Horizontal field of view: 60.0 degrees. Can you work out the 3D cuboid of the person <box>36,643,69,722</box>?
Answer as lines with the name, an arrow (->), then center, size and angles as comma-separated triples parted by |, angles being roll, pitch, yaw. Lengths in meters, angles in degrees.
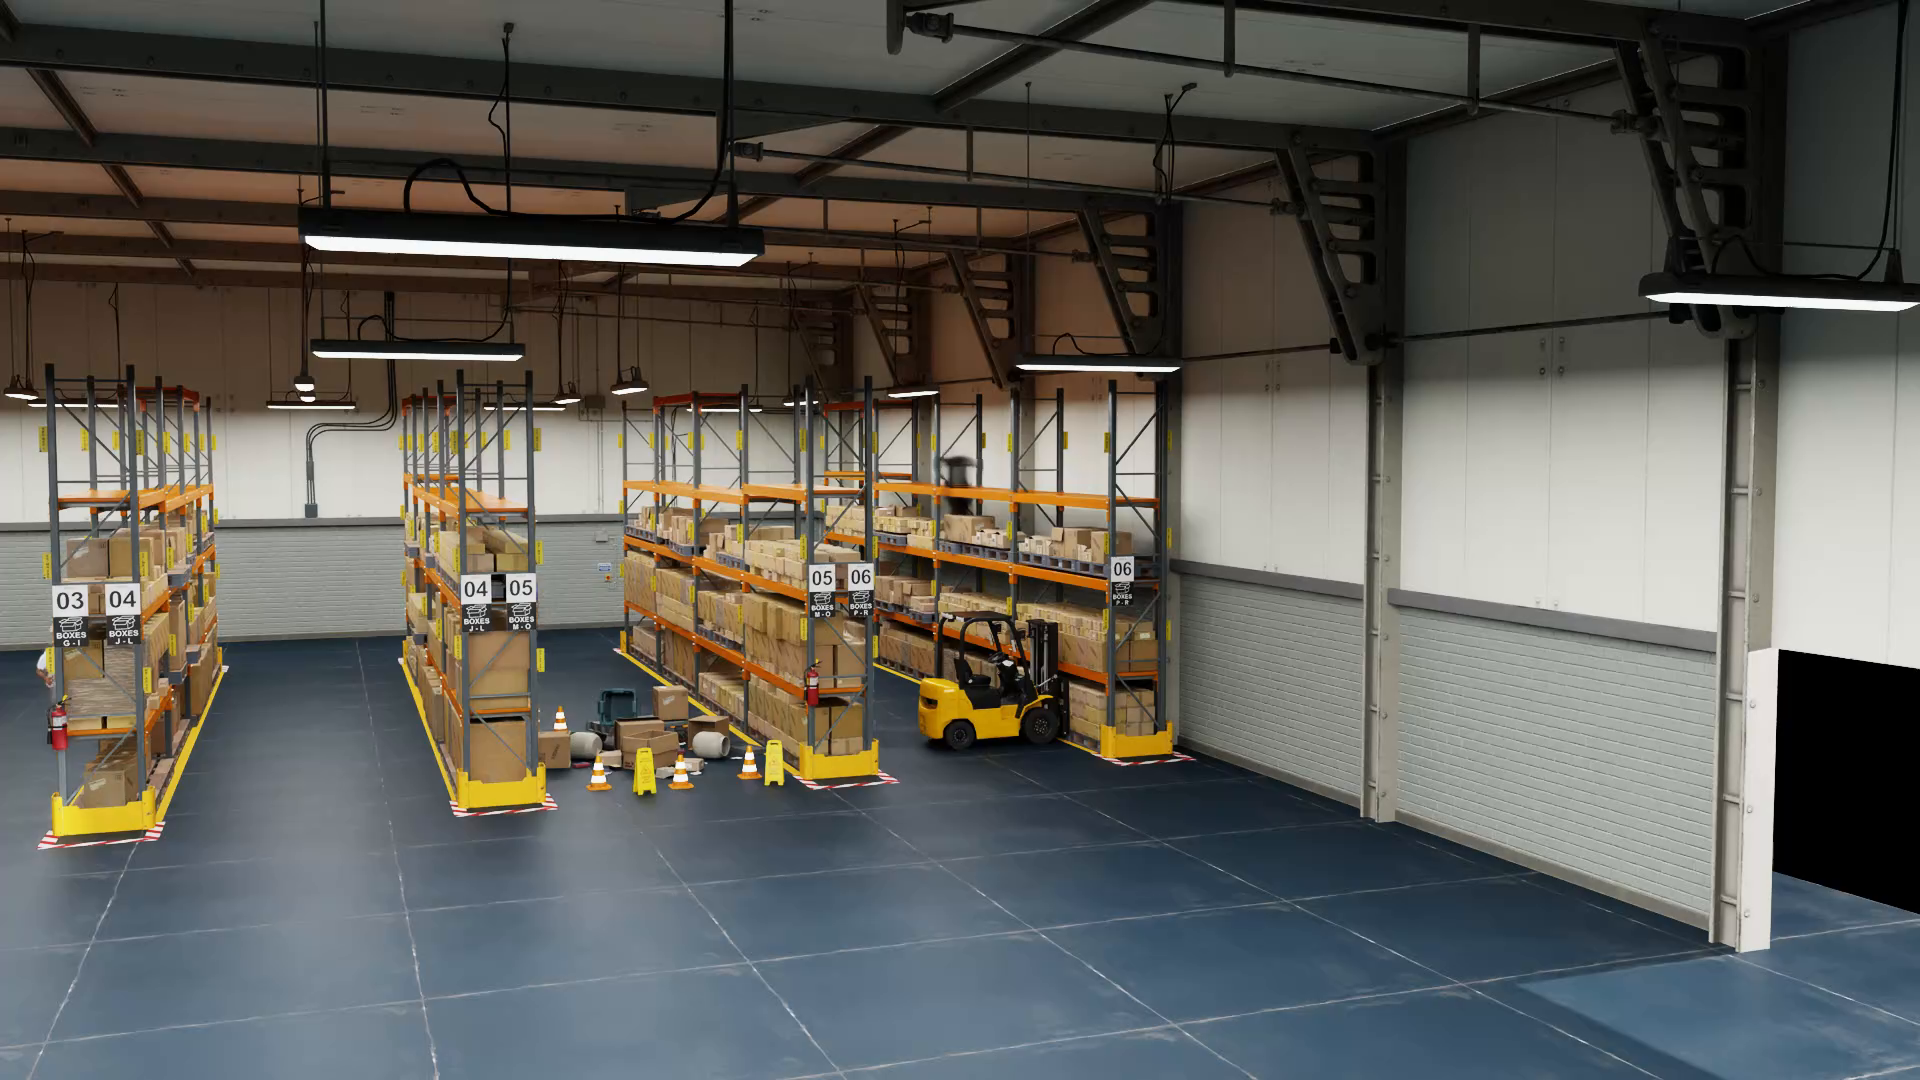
person -> -15.460, 2.488, 28.553 | 0.697, 1.714, 0.766 | -2, 4, -29
